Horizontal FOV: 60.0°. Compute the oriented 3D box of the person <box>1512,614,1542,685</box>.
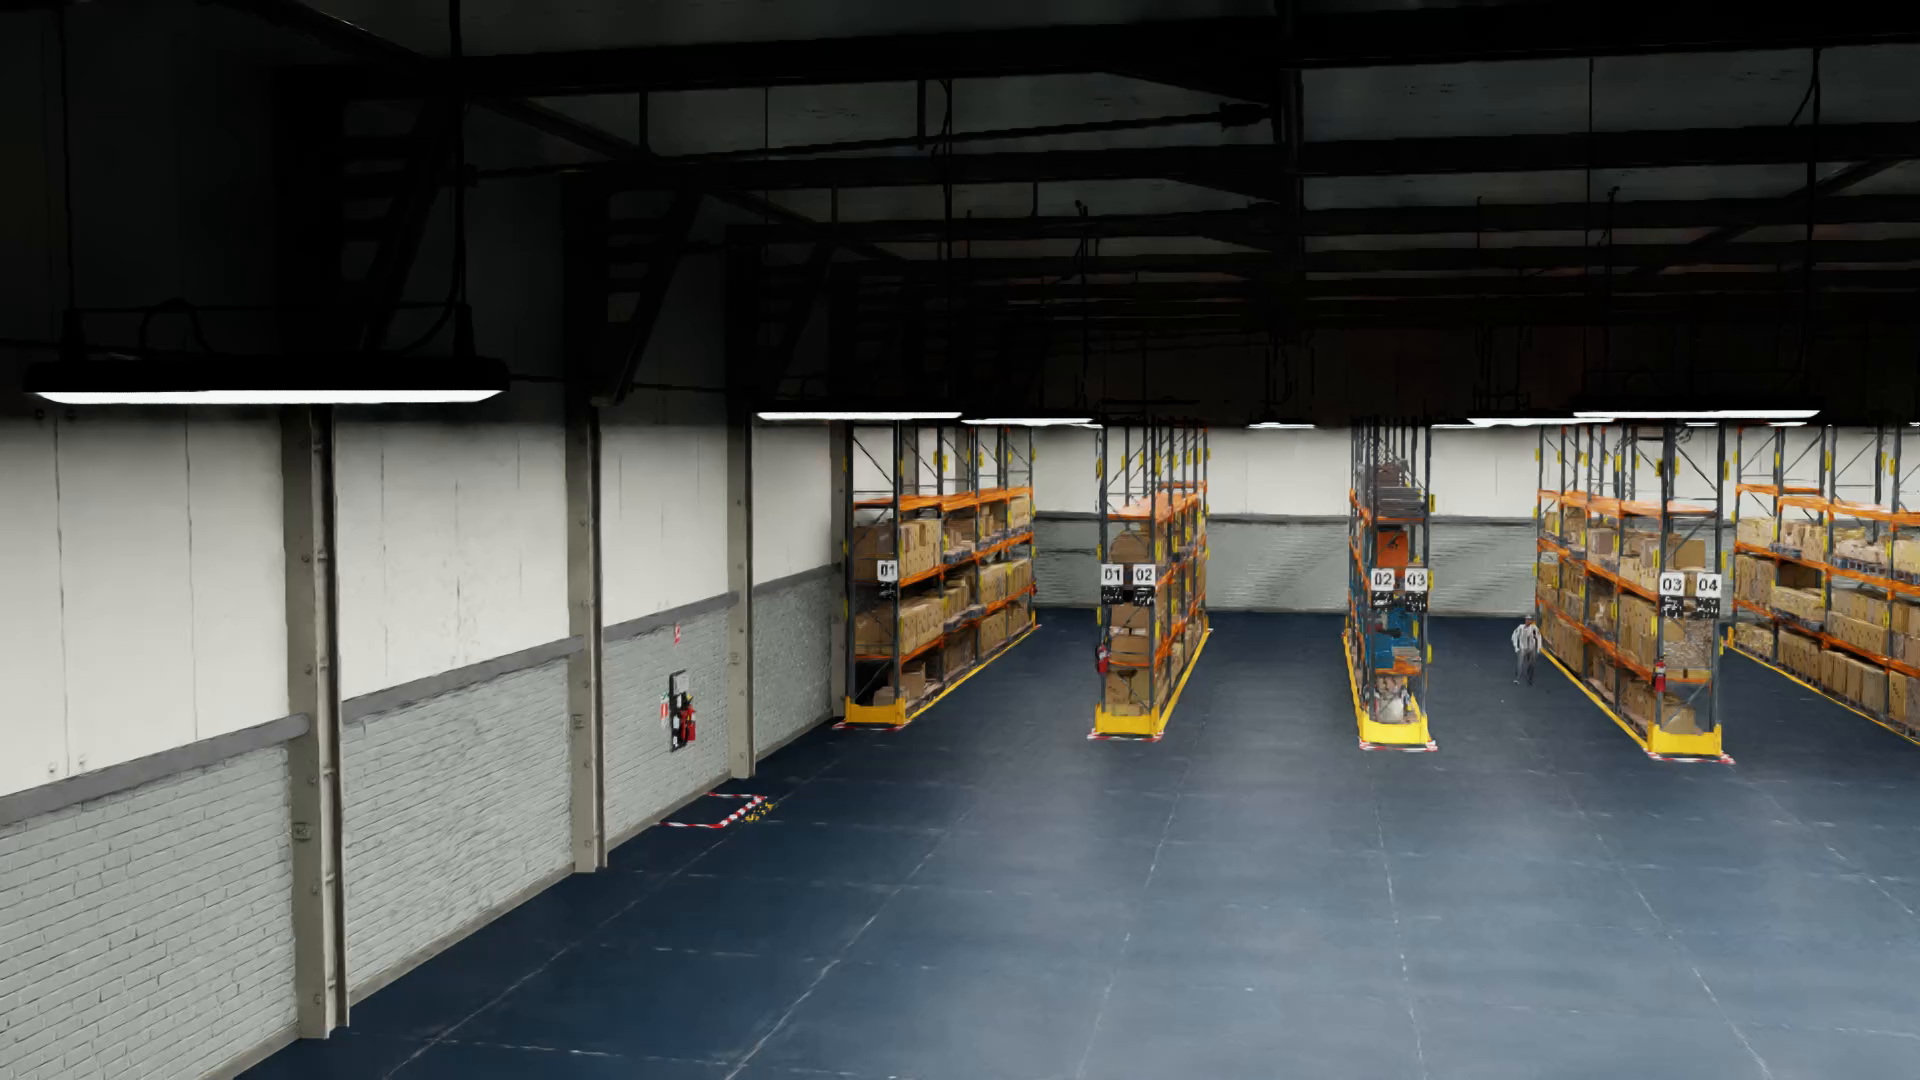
[{"bbox_3d":[12.693,2.435,37.244,0.639,1.632,0.512,1,4,10],"label":"person"}]
